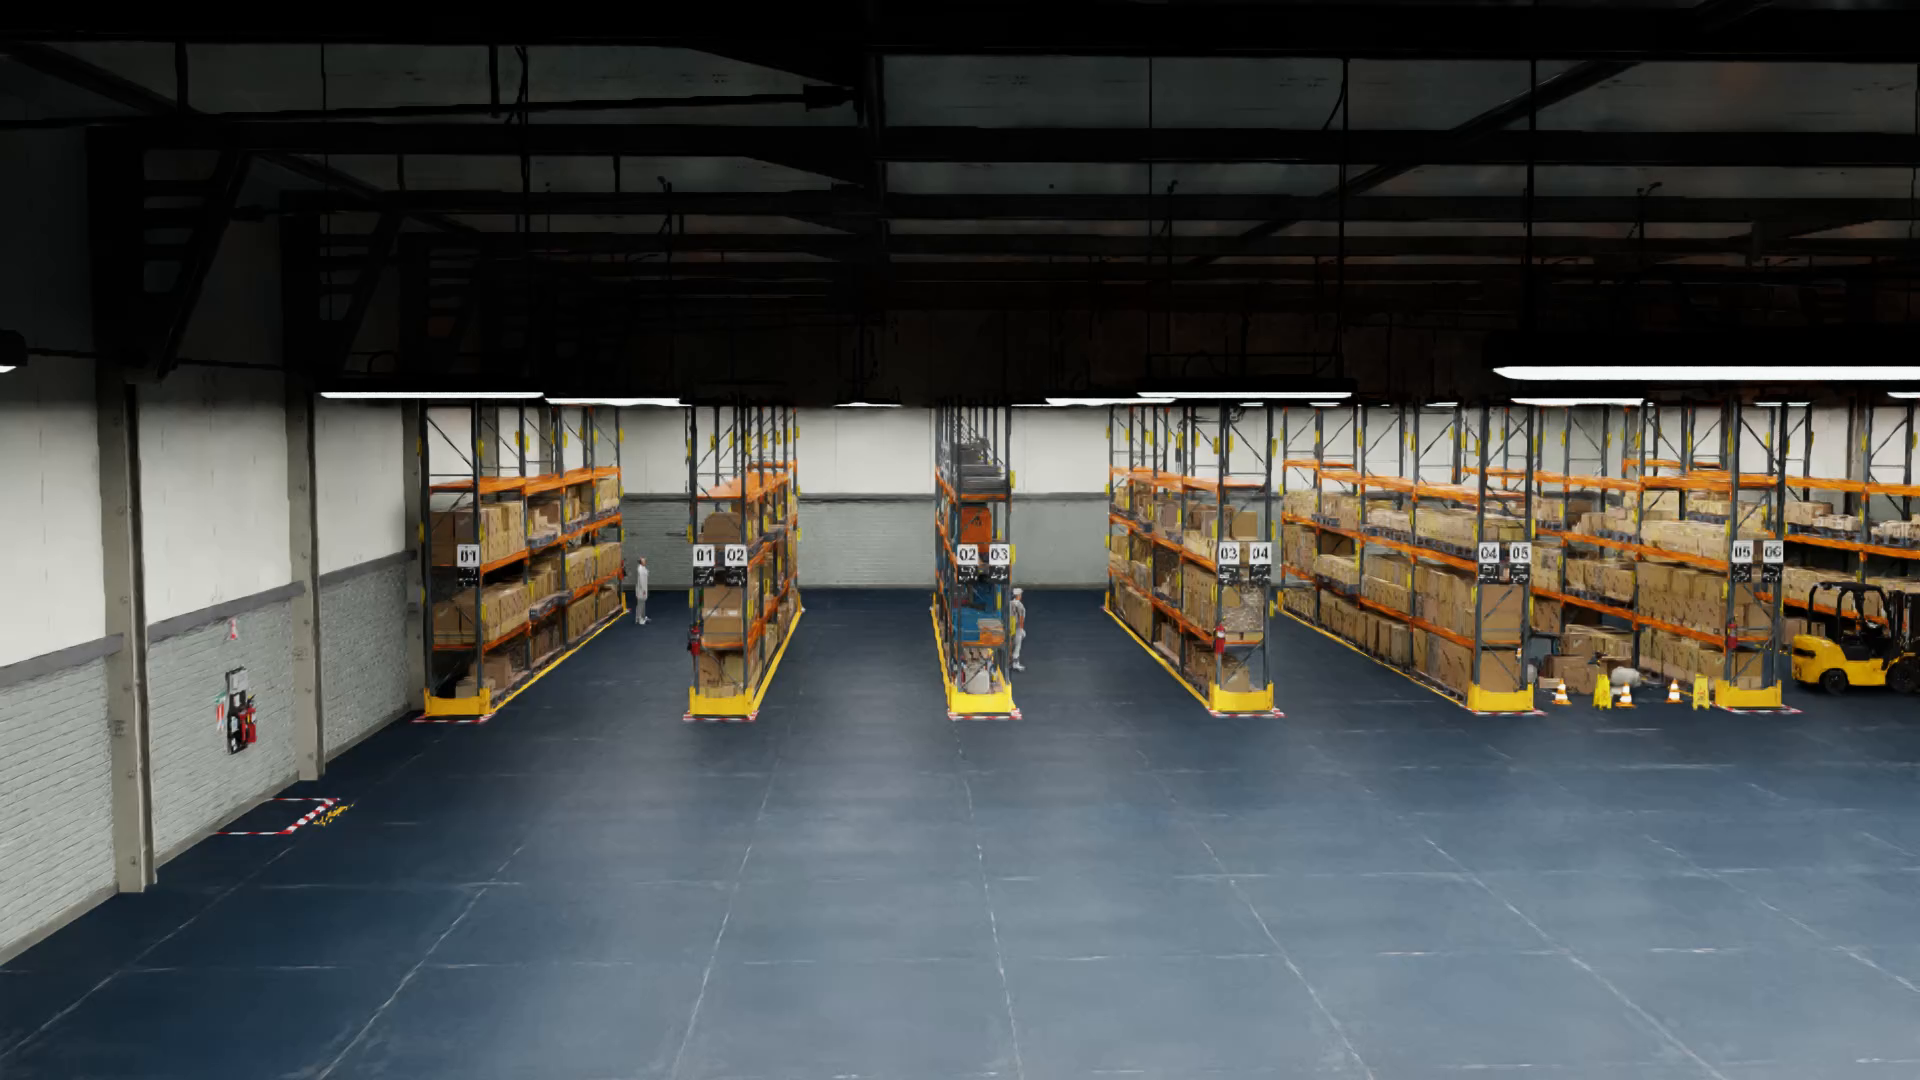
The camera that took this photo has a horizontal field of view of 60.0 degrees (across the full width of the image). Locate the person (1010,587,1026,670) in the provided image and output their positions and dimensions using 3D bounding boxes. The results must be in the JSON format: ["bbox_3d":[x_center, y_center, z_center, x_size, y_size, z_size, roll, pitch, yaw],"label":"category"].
[{"bbox_3d":[1.269,1.930,36.557,0.397,1.794,0.649,-2,5,-24],"label":"person"}]

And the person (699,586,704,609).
[{"bbox_3d":[-7.208,1.088,47.543,0.518,1.792,0.655,1,5,11],"label":"person"}]

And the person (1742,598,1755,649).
[{"bbox_3d":[16.814,2.028,35.560,0.565,1.765,0.672,2,5,29],"label":"person"}]

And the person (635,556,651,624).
[{"bbox_3d":[-8.480,1.311,44.480,0.434,1.791,0.710,-1,5,-11],"label":"person"}]
